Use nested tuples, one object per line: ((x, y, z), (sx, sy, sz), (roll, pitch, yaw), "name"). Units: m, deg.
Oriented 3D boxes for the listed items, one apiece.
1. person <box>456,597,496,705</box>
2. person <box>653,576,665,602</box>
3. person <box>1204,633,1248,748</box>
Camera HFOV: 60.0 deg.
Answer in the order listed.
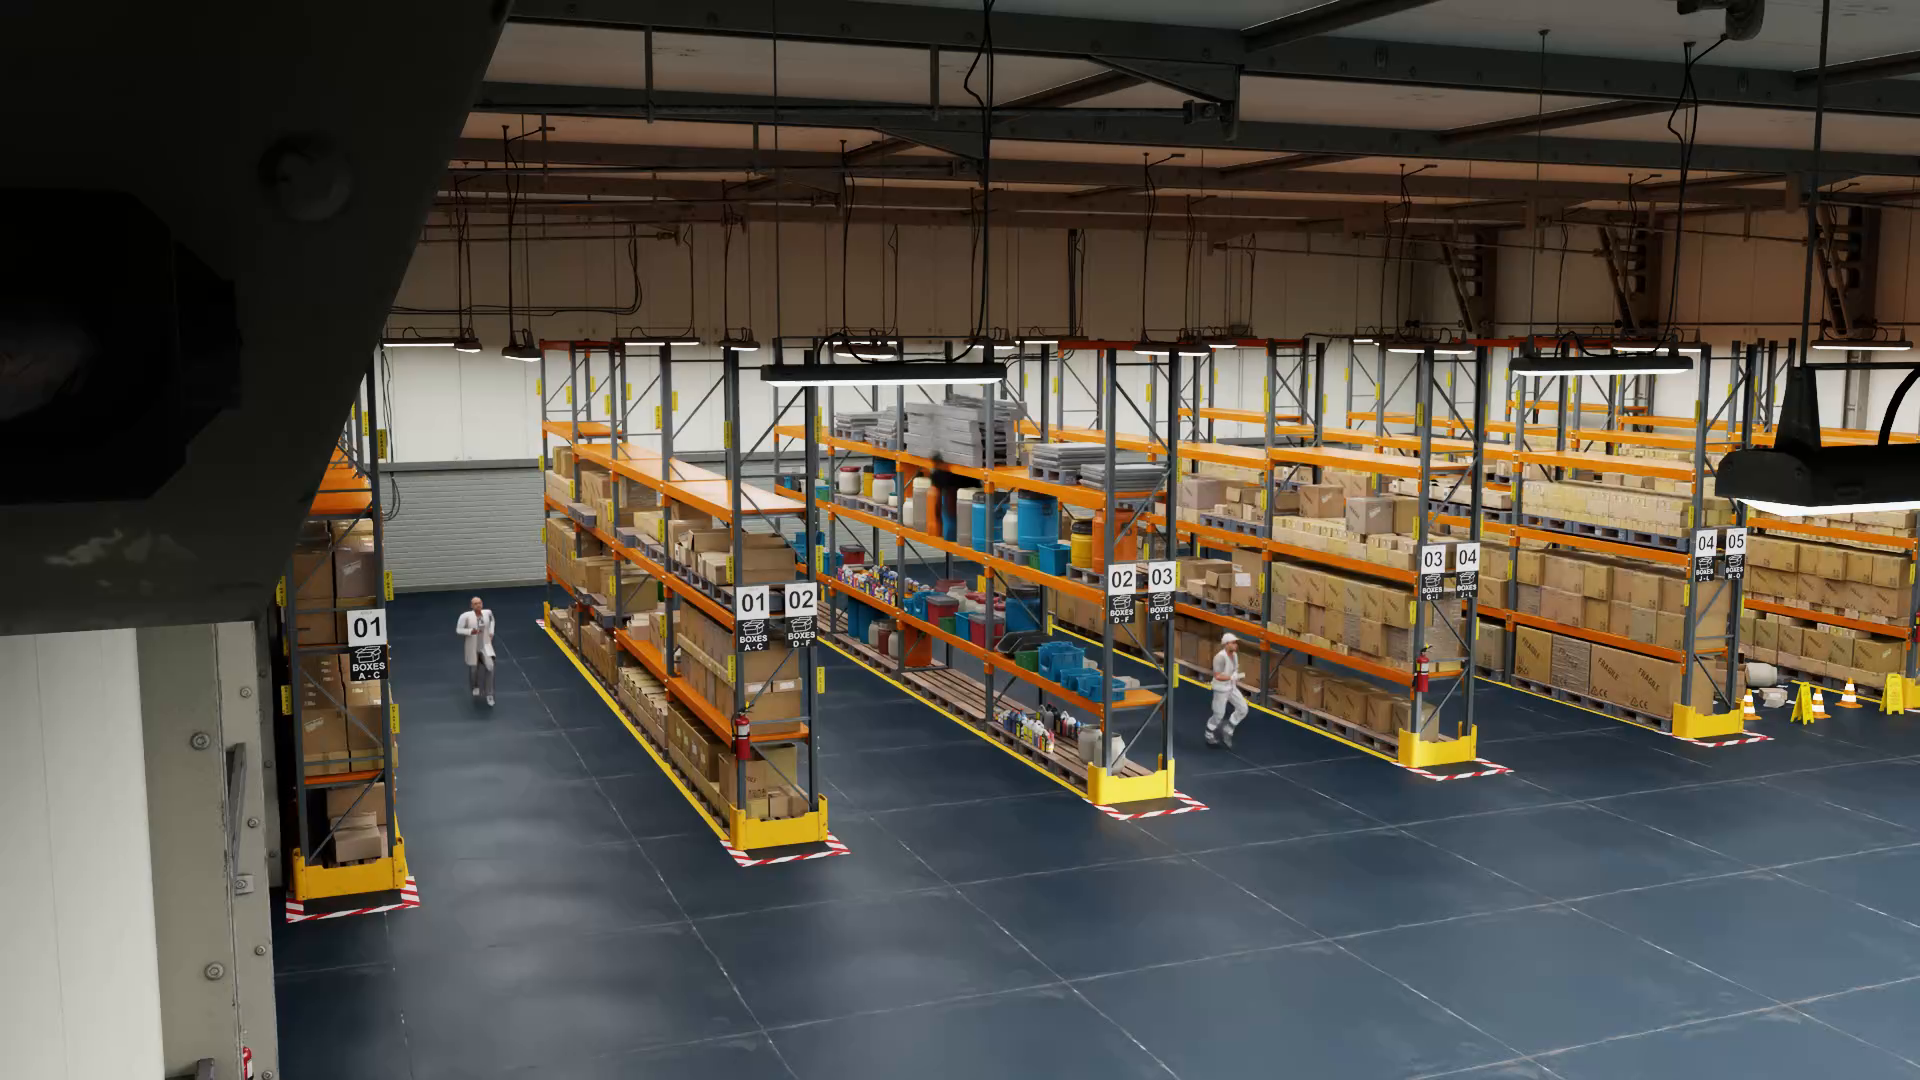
((-8.110, 1.849, 27.889), (0.681, 1.836, 0.896), (-4, 8, -27), "person")
((-6.377, 0.850, 35.419), (0.676, 1.789, 0.756), (-6, 9, -38), "person")
((3.966, 2.230, 24.733), (0.698, 1.740, 0.803), (-7, 10, -44), "person")
